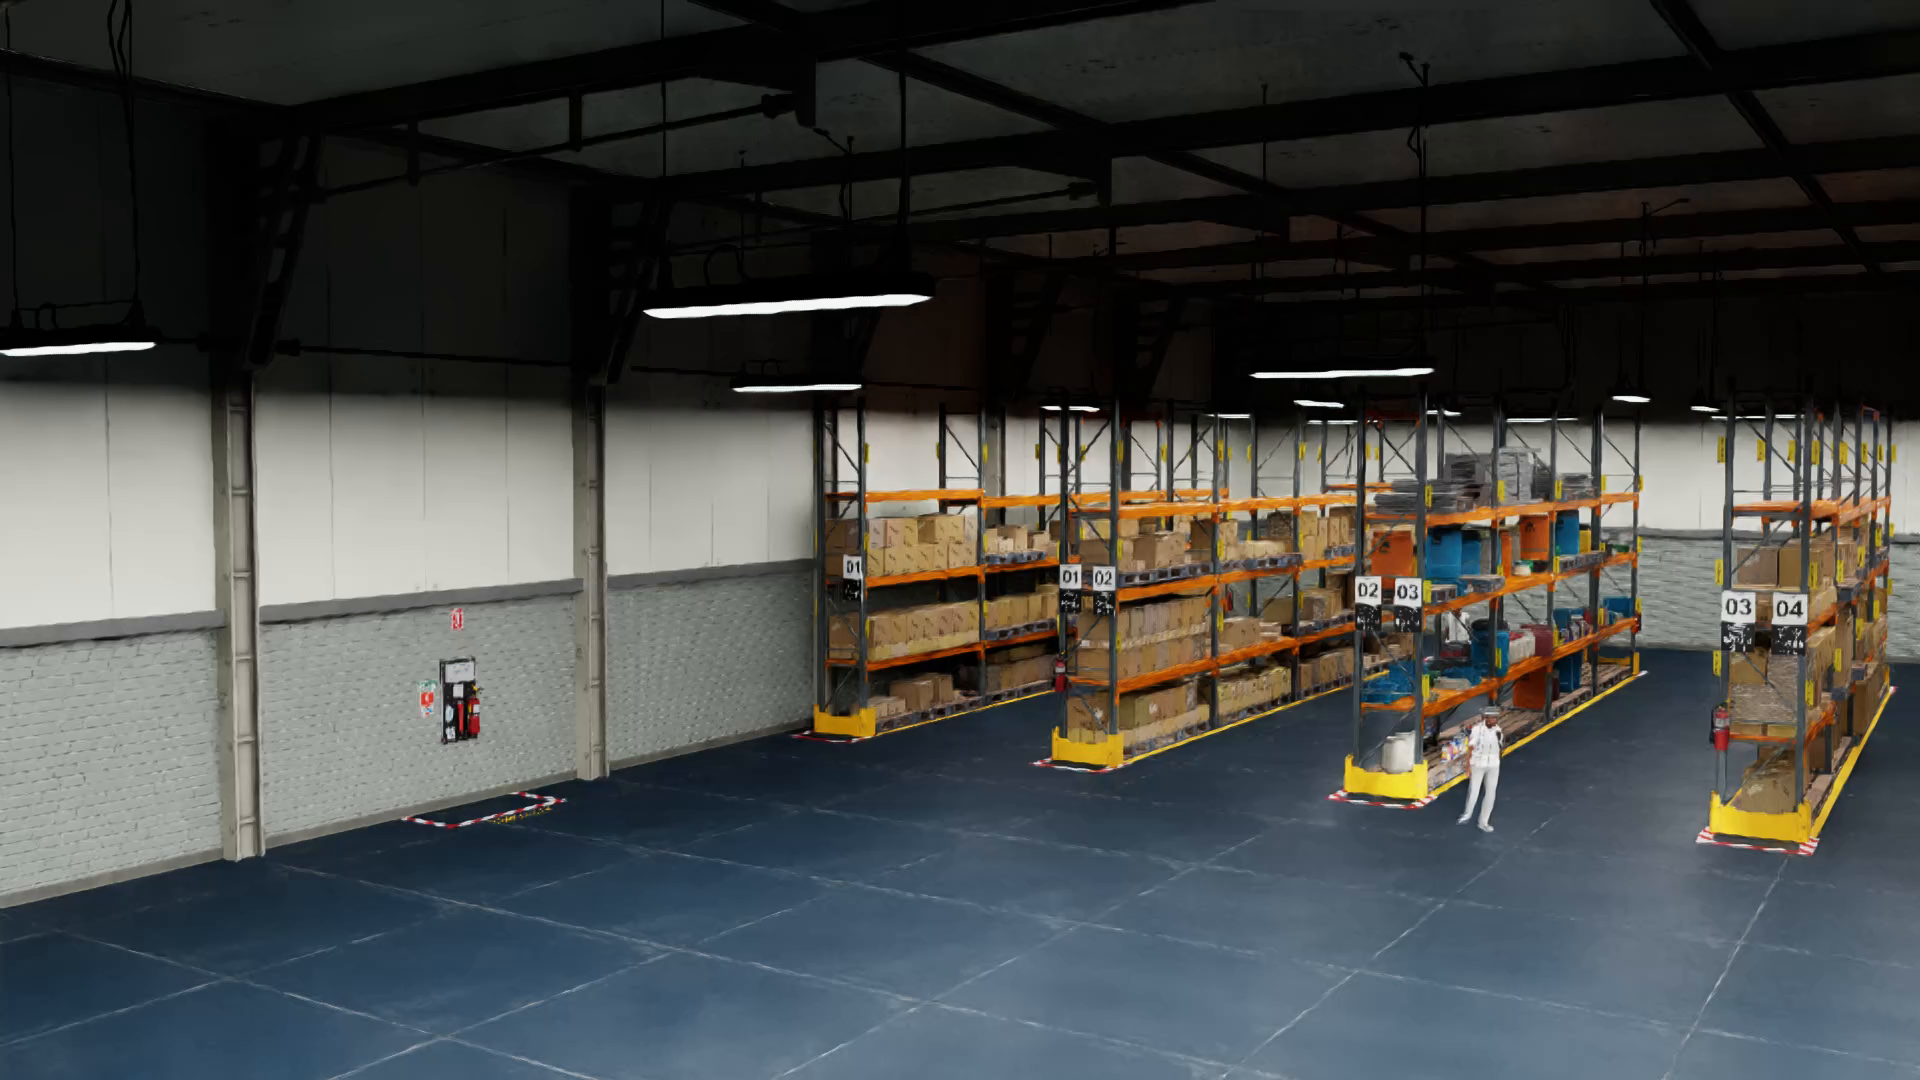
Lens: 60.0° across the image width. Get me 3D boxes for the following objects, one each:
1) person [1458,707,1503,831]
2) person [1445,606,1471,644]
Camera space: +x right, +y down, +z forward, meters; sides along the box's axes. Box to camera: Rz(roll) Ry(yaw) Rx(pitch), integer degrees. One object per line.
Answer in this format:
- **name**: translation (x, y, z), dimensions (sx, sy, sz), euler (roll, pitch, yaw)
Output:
- **person**: translation (6.937, 3.011, 22.145), dimensions (0.522, 1.663, 0.540), euler (0, 3, -3)
- **person**: translation (11.039, 2.198, 36.938), dimensions (0.566, 1.706, 1.122), euler (2, 4, 35)
